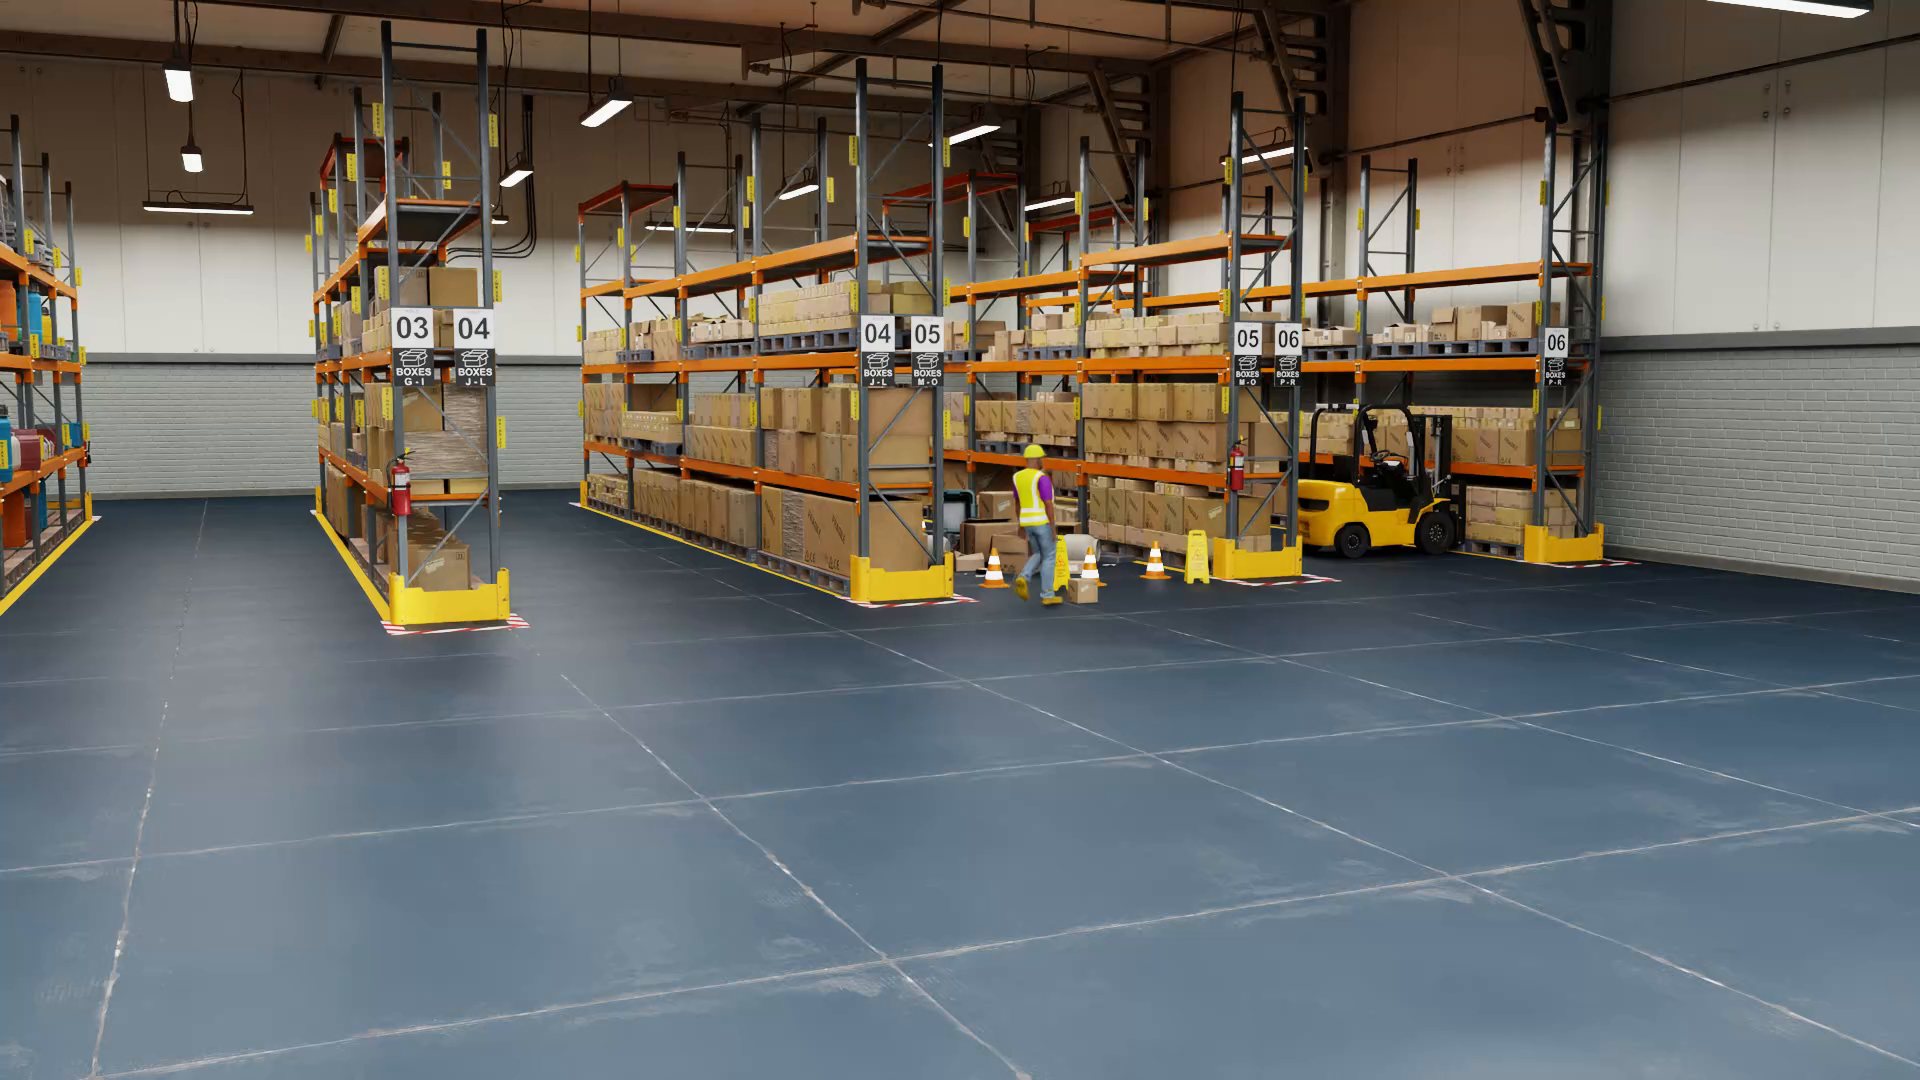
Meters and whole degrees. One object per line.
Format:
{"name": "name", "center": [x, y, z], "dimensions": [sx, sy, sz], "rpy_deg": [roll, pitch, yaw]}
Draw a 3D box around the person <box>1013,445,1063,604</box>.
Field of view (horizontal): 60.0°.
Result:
{"name": "person", "center": [0.867, -0.174, 18.332], "dimensions": [0.544, 1.752, 0.589], "rpy_deg": [-5, 7, -40]}
